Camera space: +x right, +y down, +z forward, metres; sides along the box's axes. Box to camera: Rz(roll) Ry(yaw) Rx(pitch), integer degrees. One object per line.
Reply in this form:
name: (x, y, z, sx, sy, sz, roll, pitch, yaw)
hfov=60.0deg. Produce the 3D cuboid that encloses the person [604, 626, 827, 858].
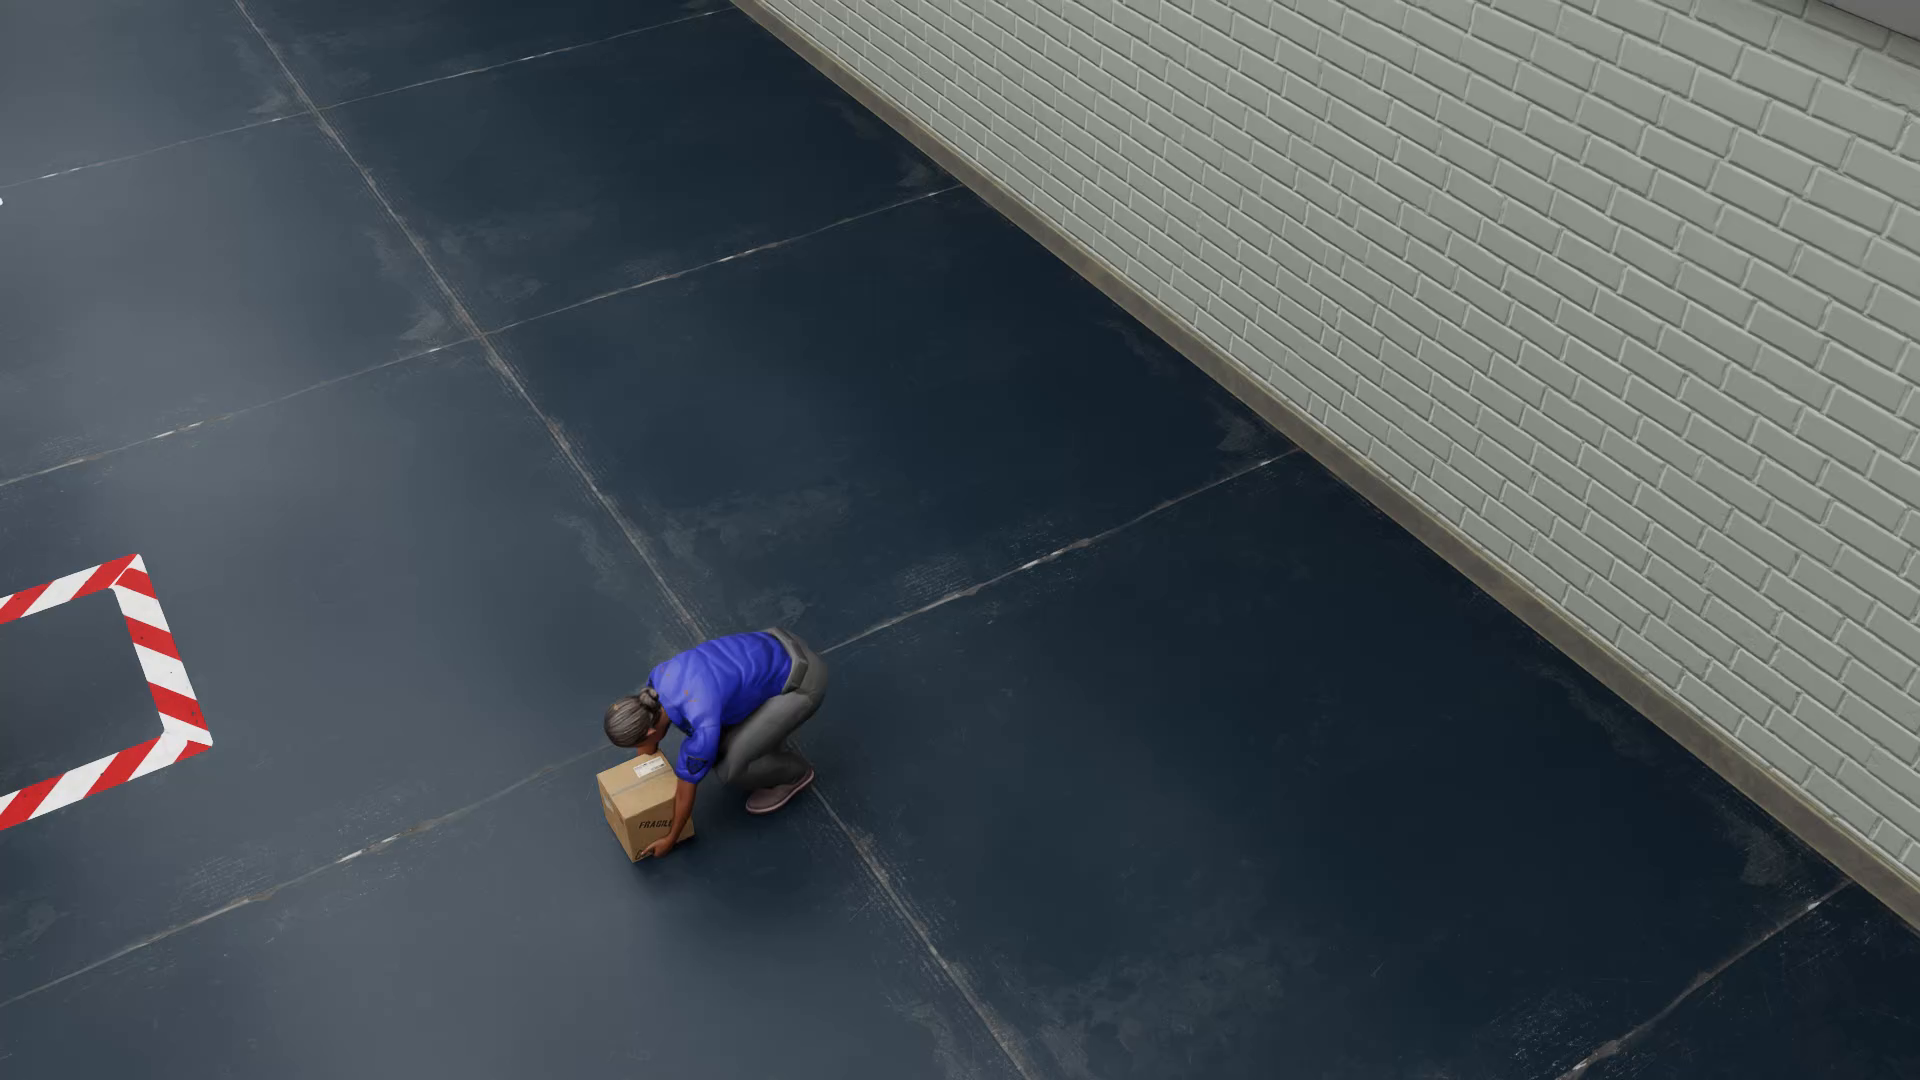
person: (-0.881, 0.683, 6.096, 0.858, 0.746, 0.458, -24, 46, -25)
